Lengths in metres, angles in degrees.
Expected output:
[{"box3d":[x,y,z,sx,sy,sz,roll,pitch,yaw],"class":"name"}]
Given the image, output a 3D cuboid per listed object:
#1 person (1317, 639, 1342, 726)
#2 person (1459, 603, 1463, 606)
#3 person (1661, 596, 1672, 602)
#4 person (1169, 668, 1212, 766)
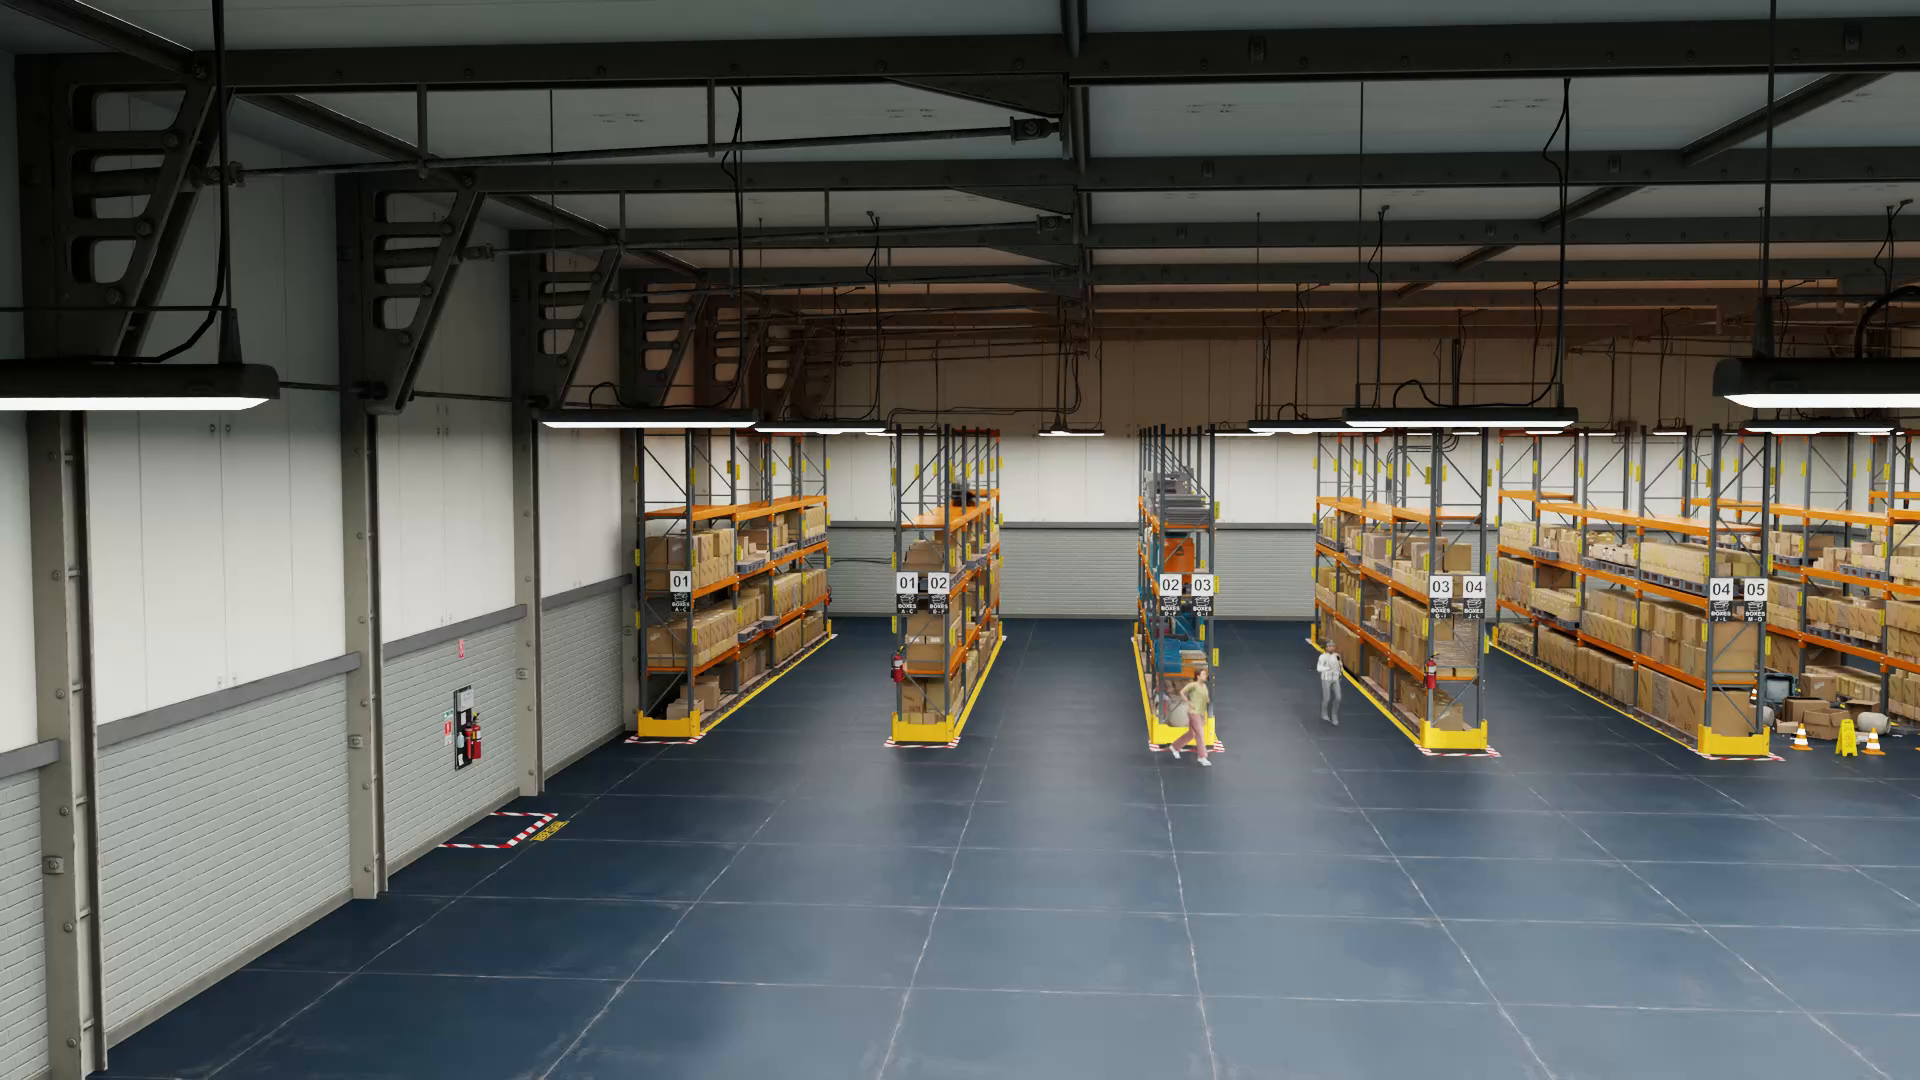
[{"box3d":[7.446,2.852,33.360,0.592,1.729,0.684,0,3,-5],"class":"person"},{"box3d":[13.387,2.202,43.836,0.675,1.747,0.650,1,4,16],"class":"person"},{"box3d":[20.114,2.068,47.228,0.532,1.580,0.694,1,4,15],"class":"person"},{"box3d":[4.206,3.104,29.518,0.856,1.681,0.592,3,4,39],"class":"person"}]
